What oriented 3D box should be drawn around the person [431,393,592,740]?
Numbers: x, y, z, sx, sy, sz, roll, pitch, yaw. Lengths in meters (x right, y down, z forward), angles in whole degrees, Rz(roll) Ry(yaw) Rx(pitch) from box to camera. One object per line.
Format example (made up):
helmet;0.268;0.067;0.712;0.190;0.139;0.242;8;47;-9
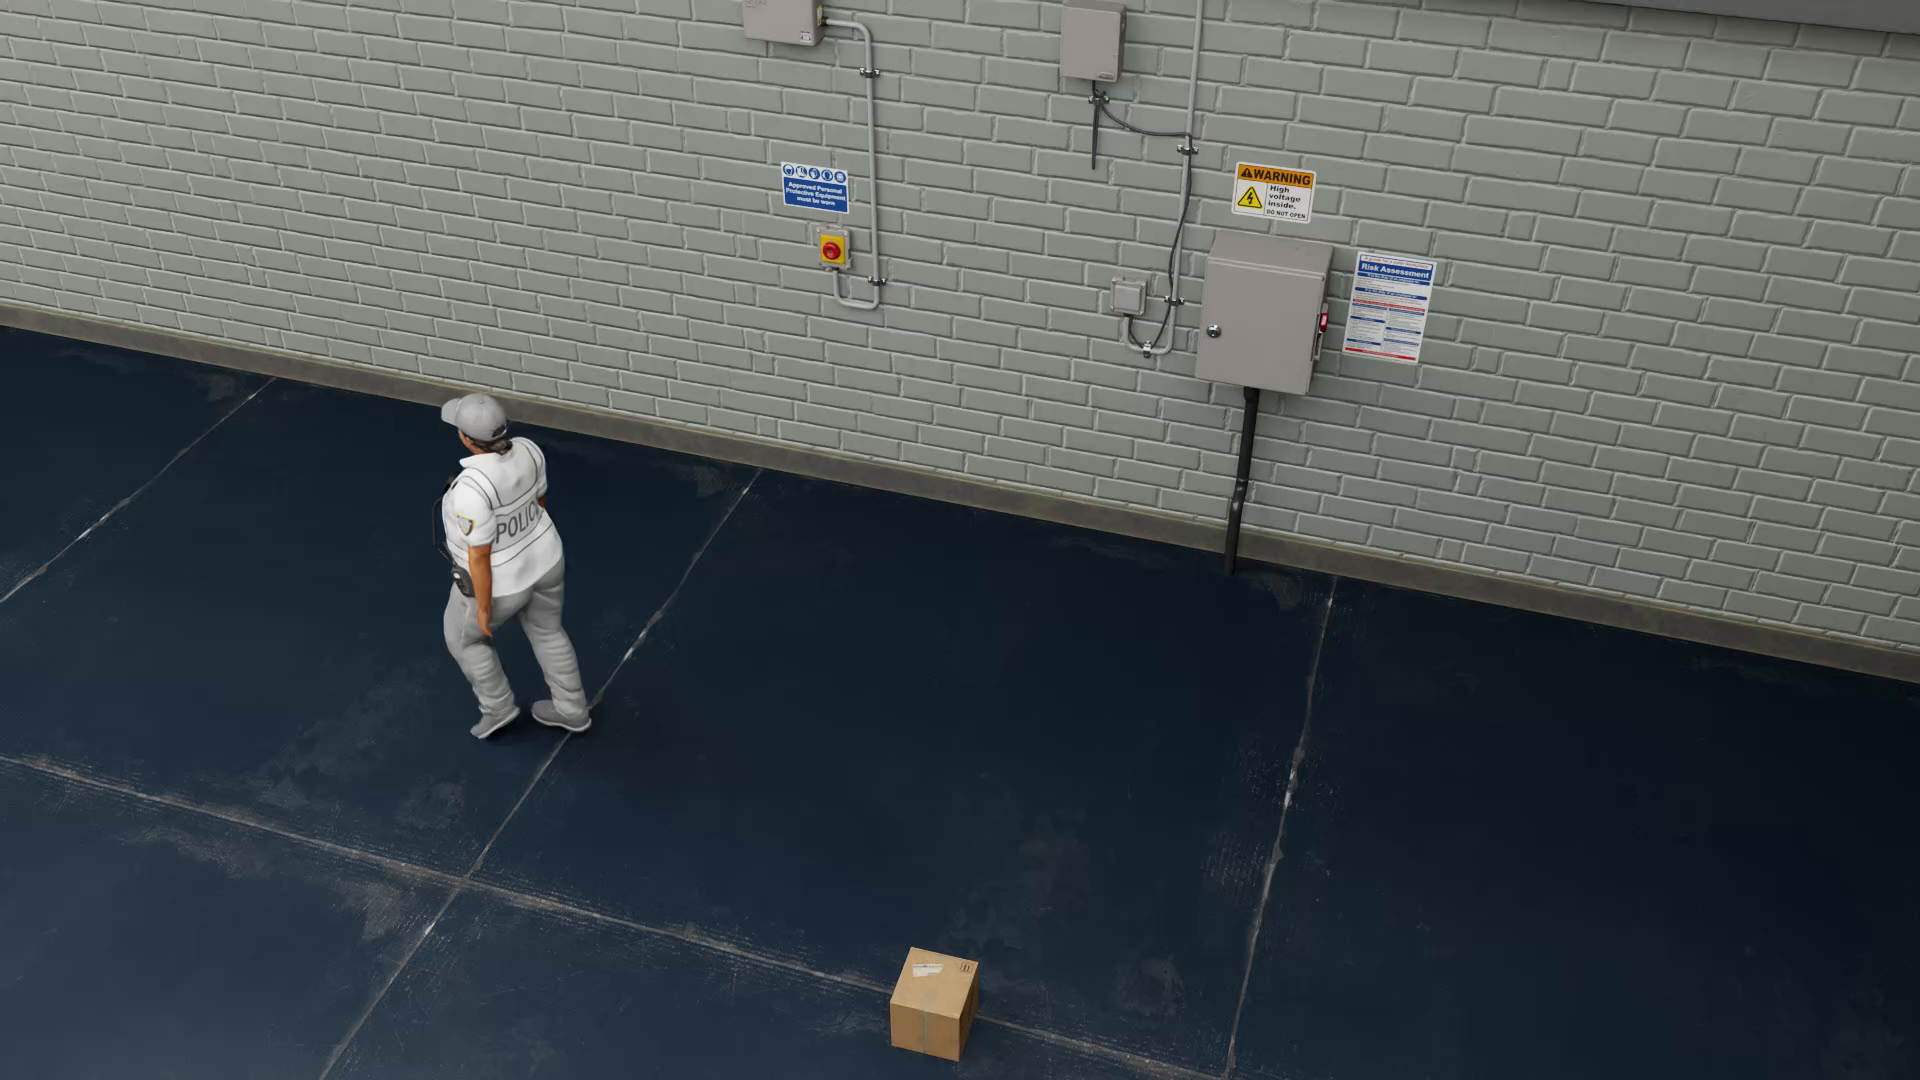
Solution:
person;-1.826;0.147;6.724;0.510;1.738;0.513;20;42;24
